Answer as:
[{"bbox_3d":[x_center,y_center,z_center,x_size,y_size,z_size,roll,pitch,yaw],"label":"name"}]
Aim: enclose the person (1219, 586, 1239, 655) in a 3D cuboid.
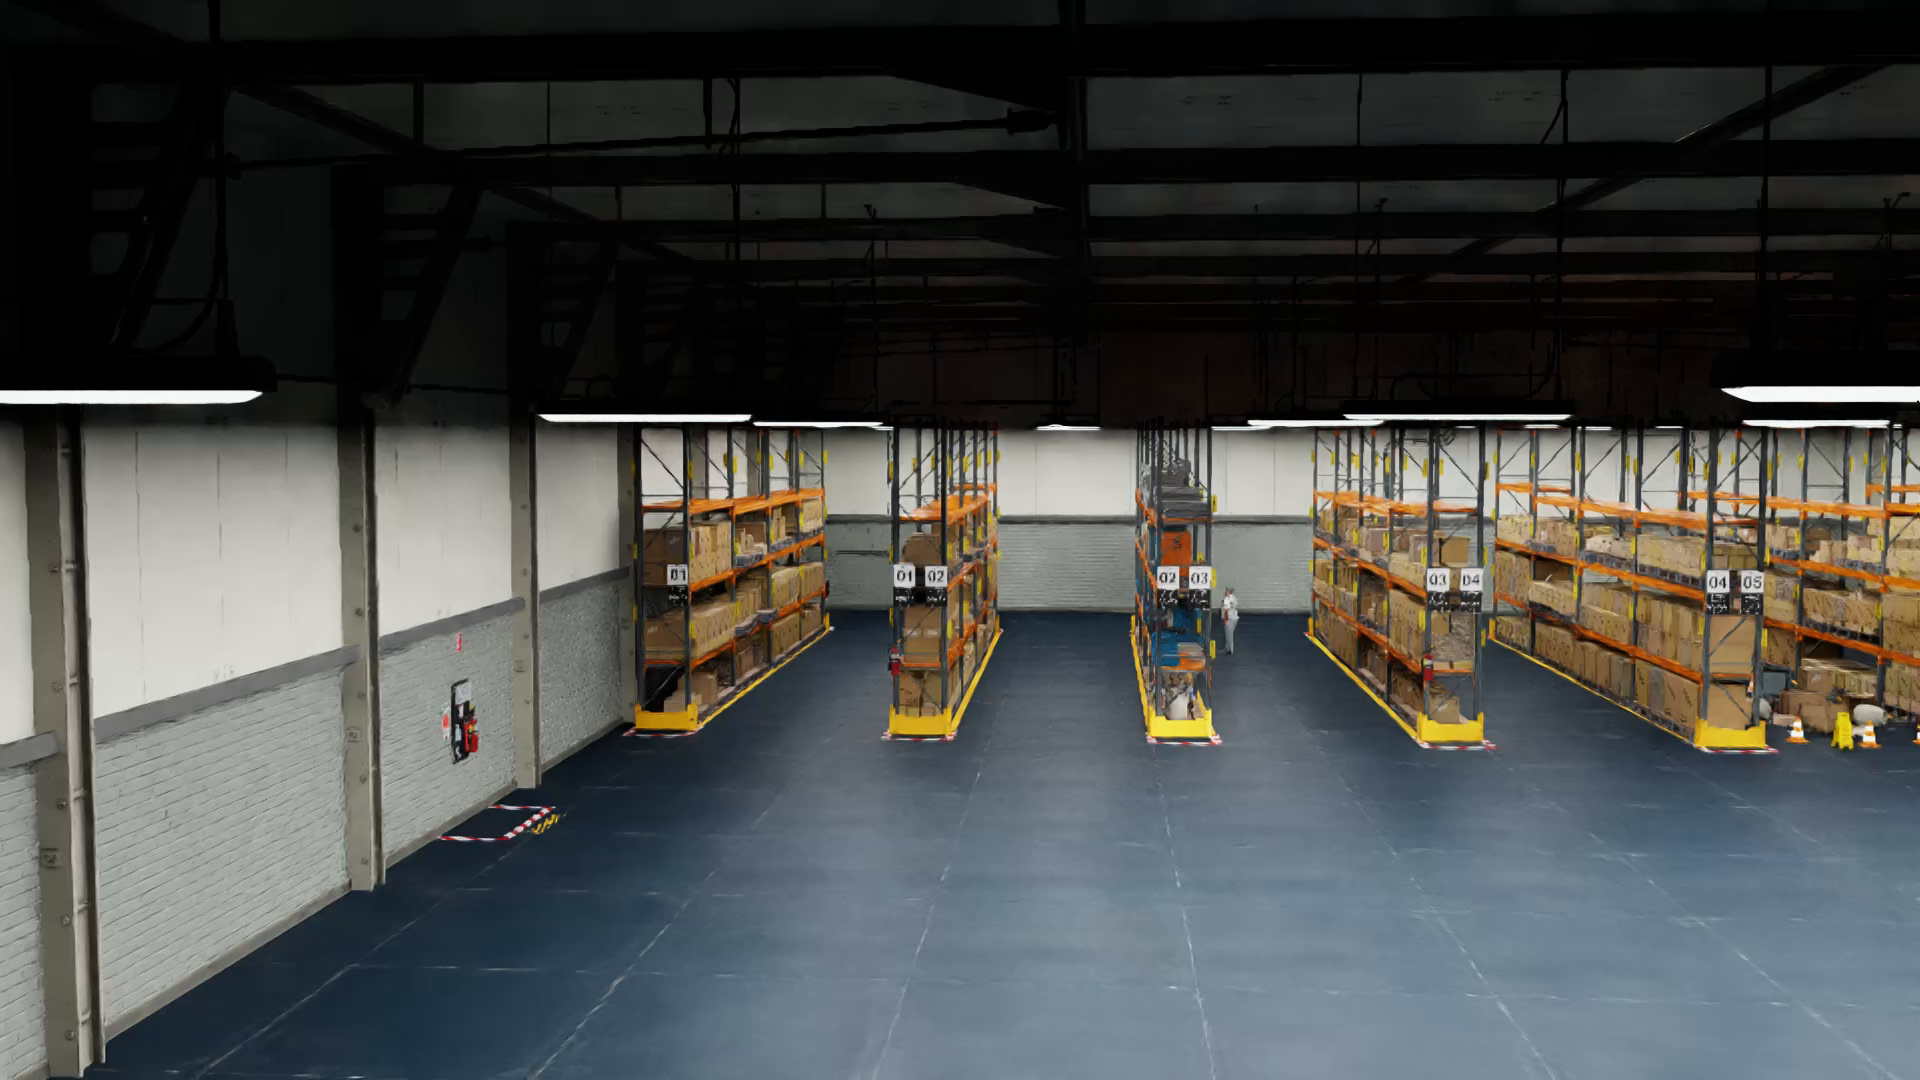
[{"bbox_3d":[6.852,2.054,42.596,0.505,1.759,0.588,2,4,34],"label":"person"}]
